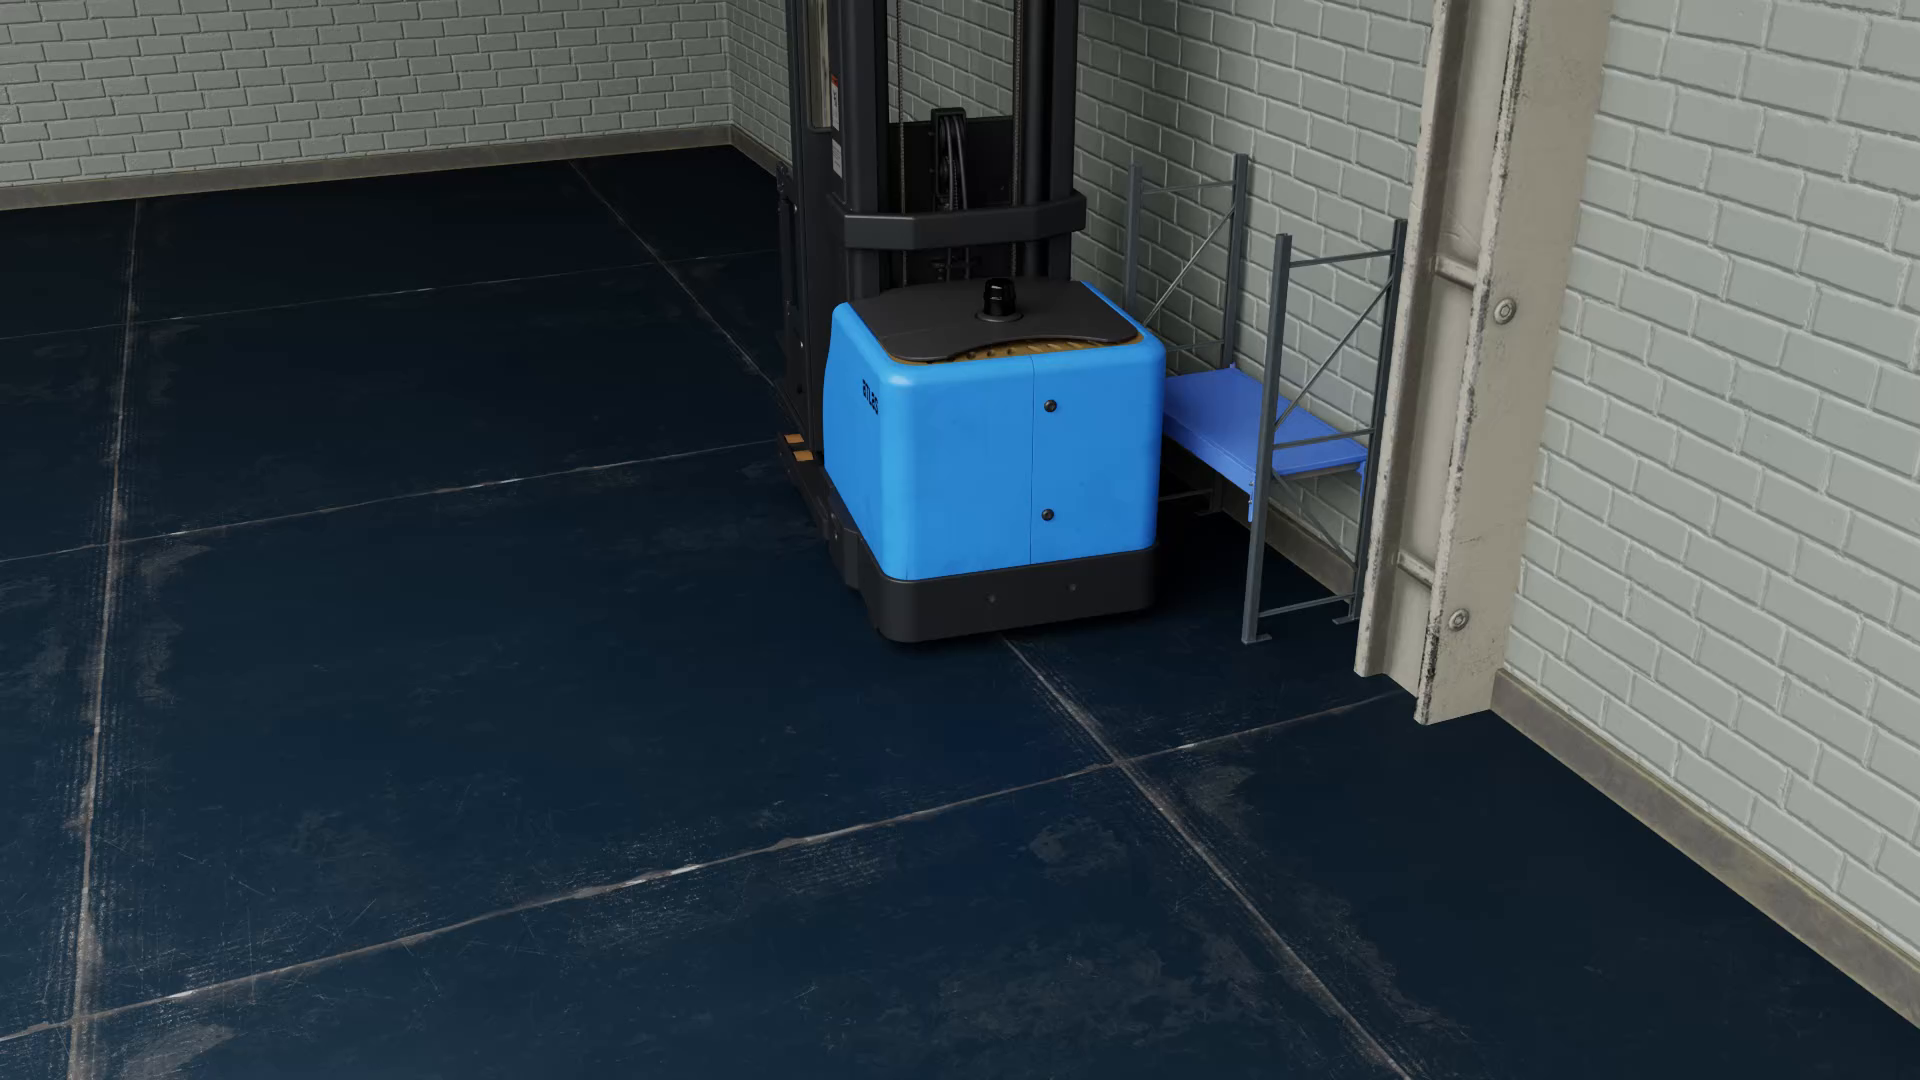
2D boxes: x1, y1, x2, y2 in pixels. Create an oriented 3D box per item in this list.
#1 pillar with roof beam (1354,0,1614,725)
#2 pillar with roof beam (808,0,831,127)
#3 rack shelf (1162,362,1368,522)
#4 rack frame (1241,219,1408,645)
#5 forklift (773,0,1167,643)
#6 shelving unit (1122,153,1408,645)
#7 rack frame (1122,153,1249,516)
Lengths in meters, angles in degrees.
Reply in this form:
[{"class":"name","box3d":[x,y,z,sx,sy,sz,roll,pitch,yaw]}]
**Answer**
[{"class":"pillar with roof beam","box3d":[-2.367,-2.797,2.222,9.100,9.000,0.400,-11,28,-21]},{"class":"pillar with roof beam","box3d":[-4.717,-5.219,7.183,9.100,9.000,0.400,-11,28,-21]},{"class":"rack shelf","box3d":[1.057,-0.389,6.248,0.538,0.185,1.000,-10,28,-20]},{"class":"rack frame","box3d":[1.252,-0.345,5.747,0.500,1.500,0.032,-10,28,-20]},{"class":"forklift","box3d":[-0.179,-1.582,6.649,1.130,2.935,3.031,-7,27,-15]},{"class":"shelving unit","box3d":[1.057,-0.551,6.169,0.538,1.500,1.048,-10,28,-20]},{"class":"rack frame","box3d":[0.863,-0.757,6.591,0.500,1.500,0.032,-10,28,-20]}]
